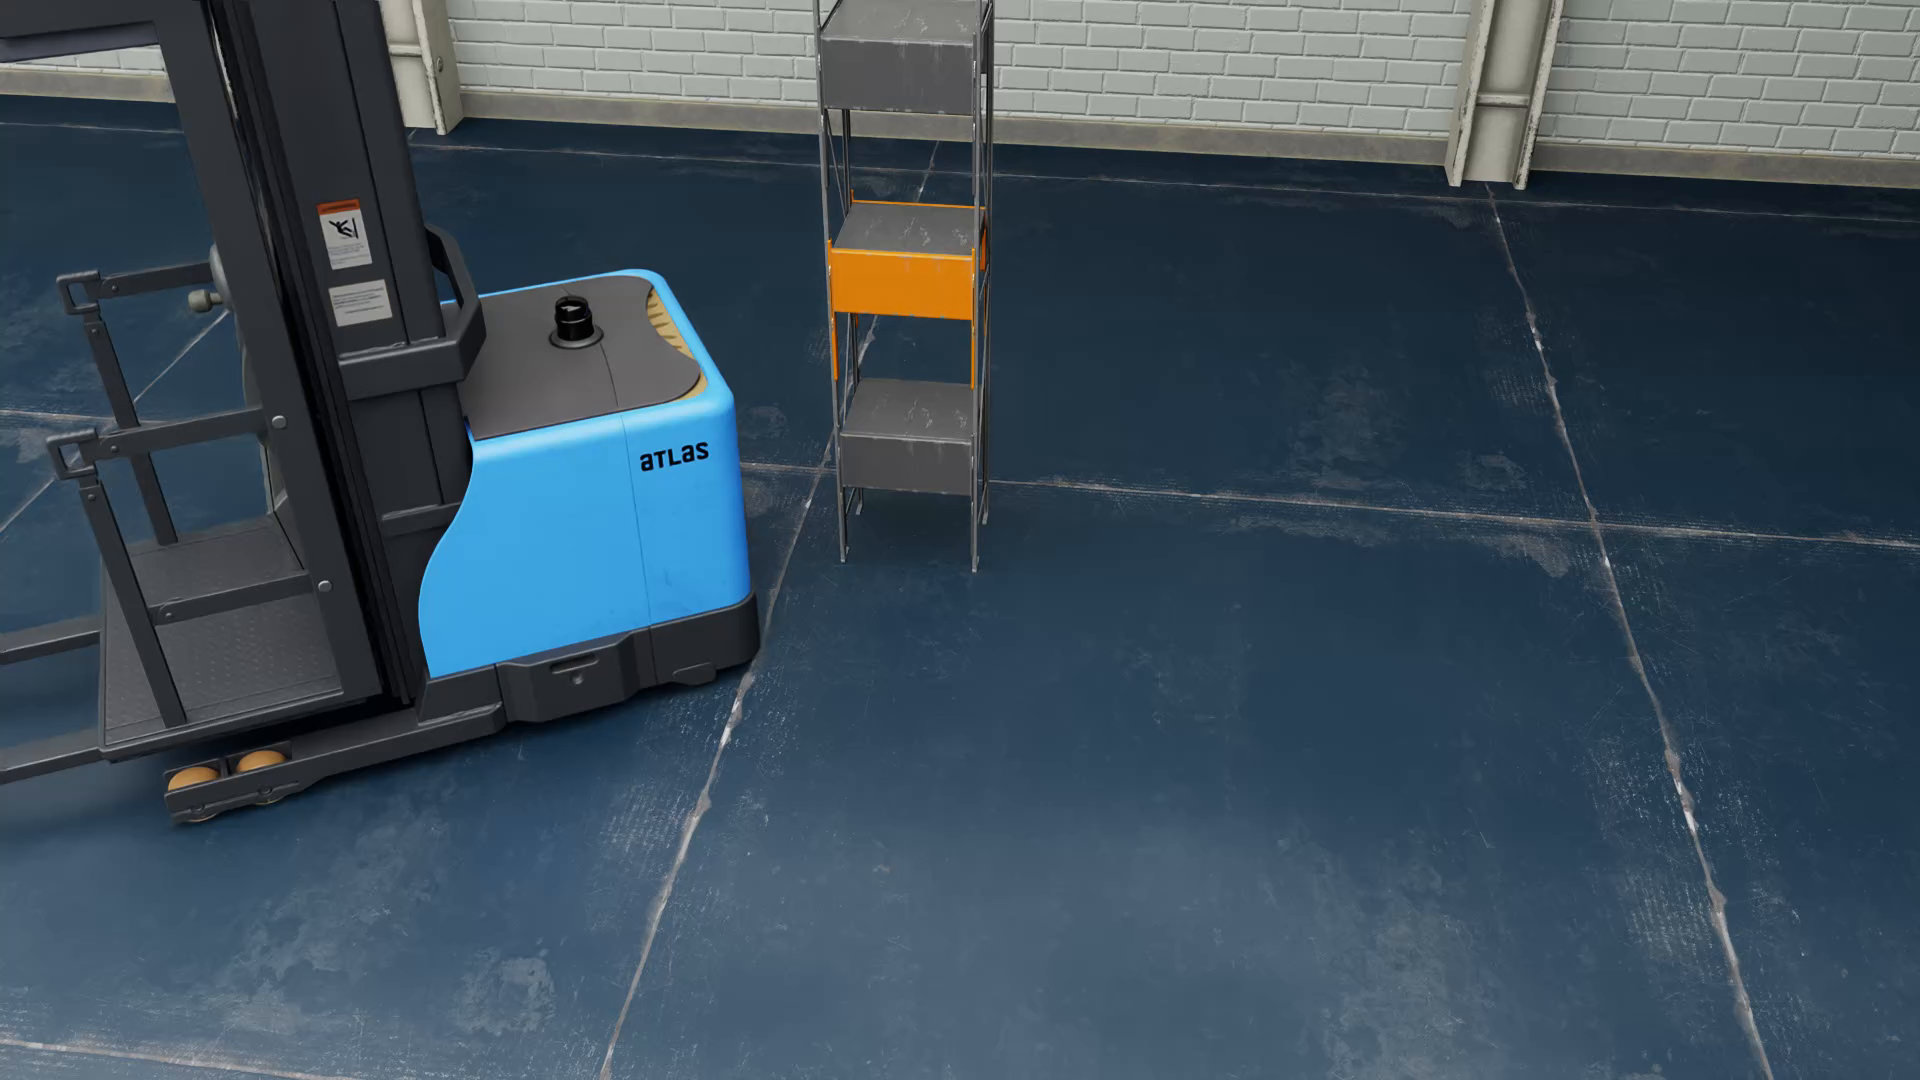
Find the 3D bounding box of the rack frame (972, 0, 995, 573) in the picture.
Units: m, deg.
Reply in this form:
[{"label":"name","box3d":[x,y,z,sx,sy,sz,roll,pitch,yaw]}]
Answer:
[{"label":"rack frame","box3d":[0.078,-0.849,5.632,0.015,2.100,0.400,4,36,6]}]

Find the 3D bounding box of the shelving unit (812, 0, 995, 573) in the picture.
[{"label":"shelving unit","box3d":[-0.164,-0.867,5.657,0.503,2.100,0.431,4,36,6]}]

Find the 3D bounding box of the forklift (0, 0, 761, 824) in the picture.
[{"label":"forklift","box3d":[-2.242,-0.687,4.690,3.031,2.935,1.130,-13,38,-18]}]

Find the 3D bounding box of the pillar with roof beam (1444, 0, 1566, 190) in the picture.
[{"label":"pillar with roof beam","box3d":[2.293,-3.155,2.924,0.400,9.000,9.100,4,36,6]}]

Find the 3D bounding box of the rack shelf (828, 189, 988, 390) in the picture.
[{"label":"rack shelf","box3d":[-0.164,-0.856,5.665,0.480,0.518,0.431,4,36,6]}]

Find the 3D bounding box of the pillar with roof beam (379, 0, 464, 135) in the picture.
[{"label":"pillar with roof beam","box3d":[-3.658,-3.599,3.546,0.400,9.000,9.100,4,36,6]}]

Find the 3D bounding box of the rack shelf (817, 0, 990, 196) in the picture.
[{"label":"rack shelf","box3d":[-0.164,-1.426,5.258,0.480,0.518,0.431,4,36,6]}]

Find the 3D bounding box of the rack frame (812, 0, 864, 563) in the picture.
[{"label":"rack frame","box3d":[-0.406,-0.885,5.683,0.015,2.100,0.400,4,36,6]}]

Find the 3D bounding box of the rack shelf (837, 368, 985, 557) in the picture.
[{"label":"rack shelf","box3d":[-0.164,-0.286,6.072,0.480,0.518,0.431,4,36,6]}]
